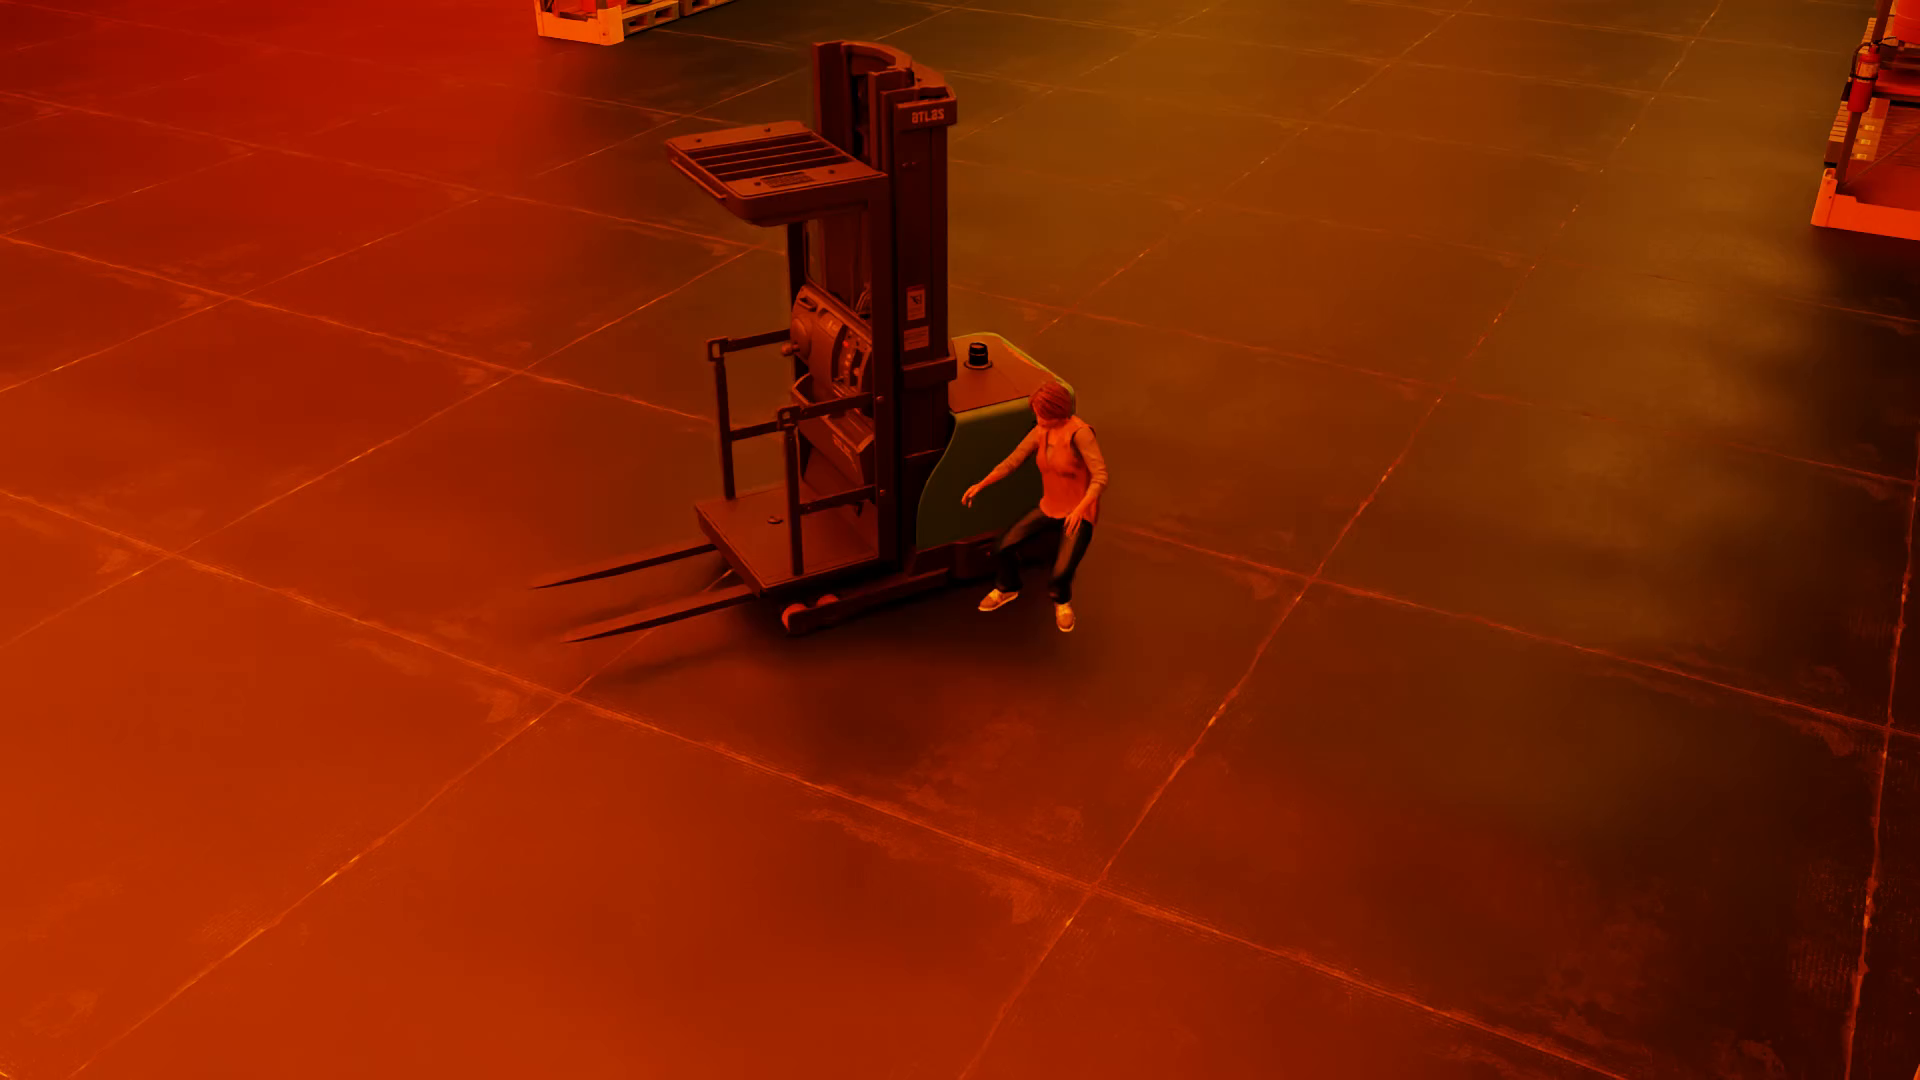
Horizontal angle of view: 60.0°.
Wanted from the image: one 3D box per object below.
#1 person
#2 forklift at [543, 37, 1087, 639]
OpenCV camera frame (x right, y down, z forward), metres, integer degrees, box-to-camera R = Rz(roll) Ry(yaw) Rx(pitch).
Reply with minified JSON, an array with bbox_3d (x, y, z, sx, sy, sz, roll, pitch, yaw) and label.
[{"bbox_3d":[0.426,-0.082,8.762,0.667,1.396,0.831,-19,35,-29],"label":"person"},{"bbox_3d":[-0.812,-1.072,8.929,3.031,2.935,1.130,-15,33,-24],"label":"forklift"}]
